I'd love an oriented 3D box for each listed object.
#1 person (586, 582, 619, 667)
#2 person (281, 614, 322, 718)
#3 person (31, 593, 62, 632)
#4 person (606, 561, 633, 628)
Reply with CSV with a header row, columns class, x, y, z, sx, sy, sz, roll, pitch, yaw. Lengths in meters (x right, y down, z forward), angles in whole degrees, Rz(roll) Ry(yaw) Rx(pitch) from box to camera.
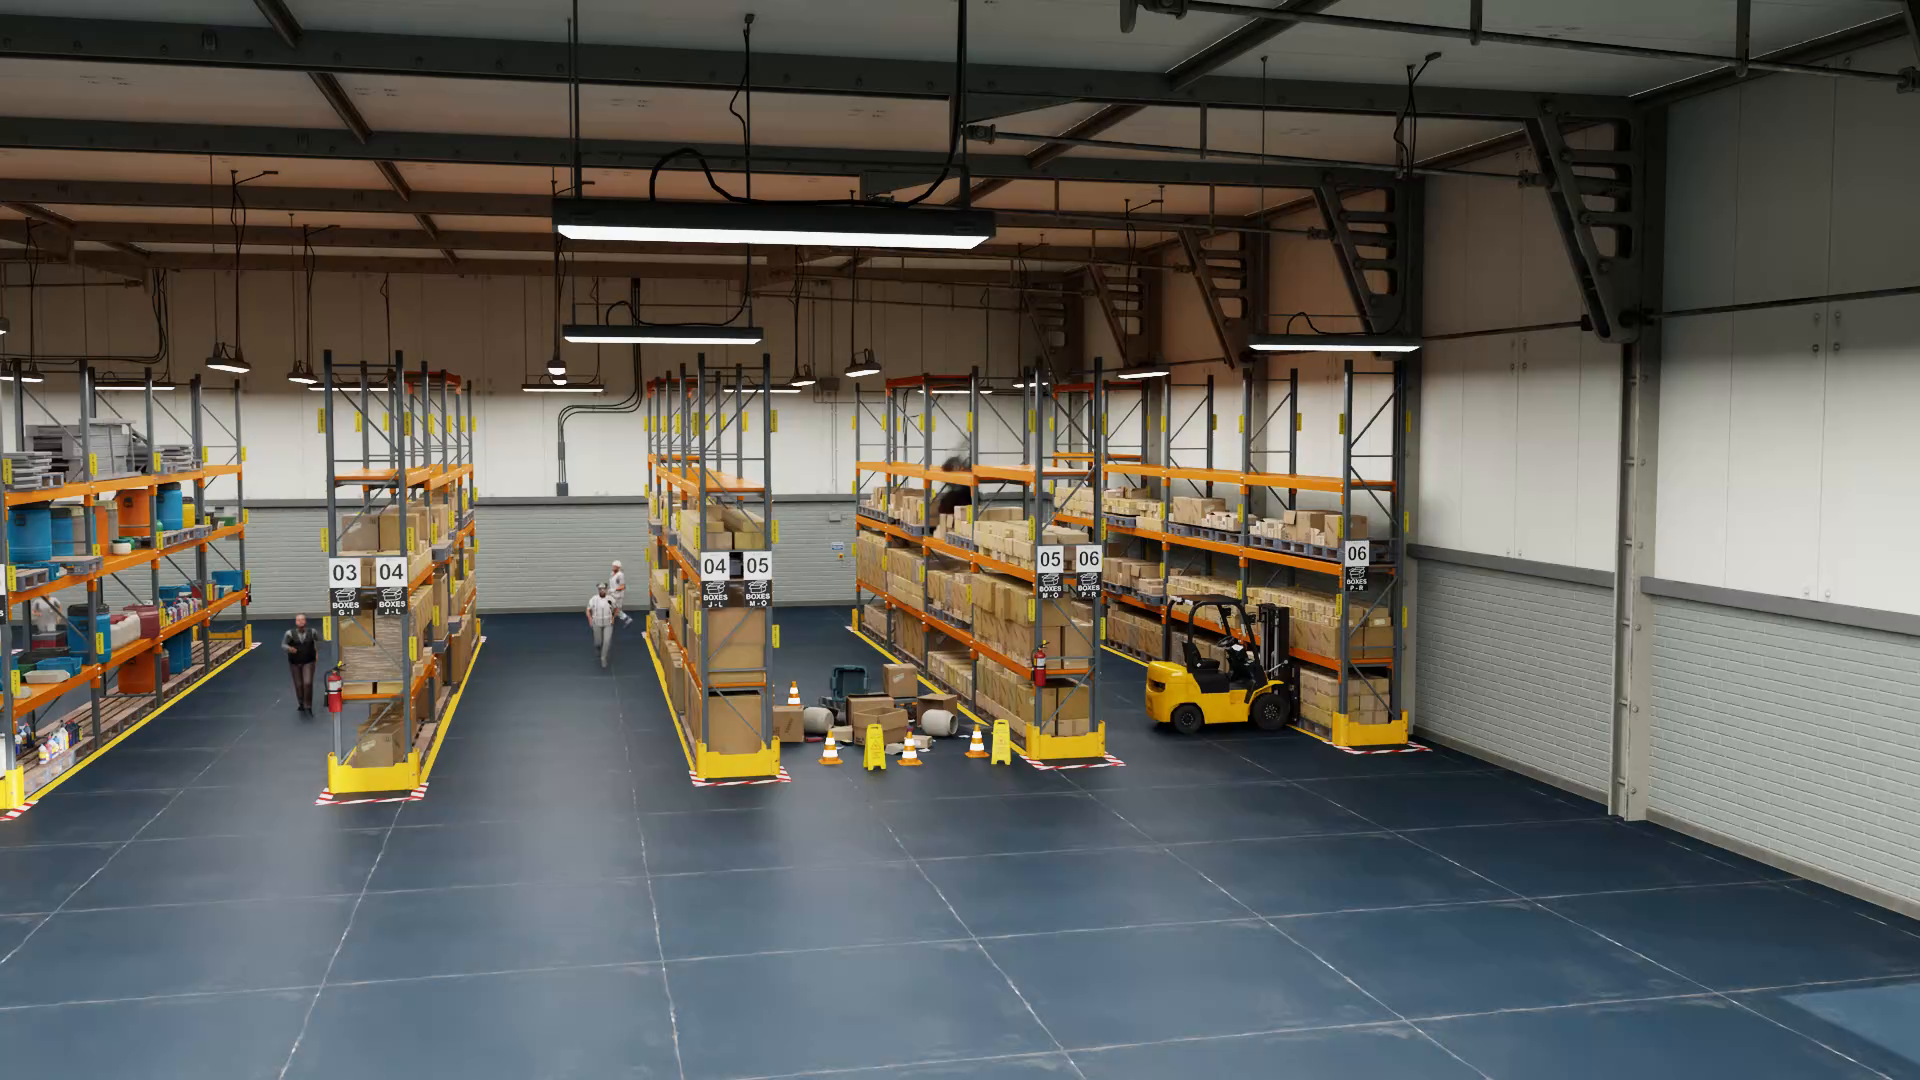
class,x,y,z,sx,sy,sz,roll,pitch,yaw
person,-7.430,1.738,34.622,0.671,1.749,0.645,-1,4,-15
person,-11.330,2.164,28.610,0.637,1.783,0.779,-1,4,-16
person,-18.875,1.793,34.351,0.554,1.723,0.732,-2,4,-24
person,-8.234,1.353,39.853,0.877,1.746,0.711,-3,5,-38
